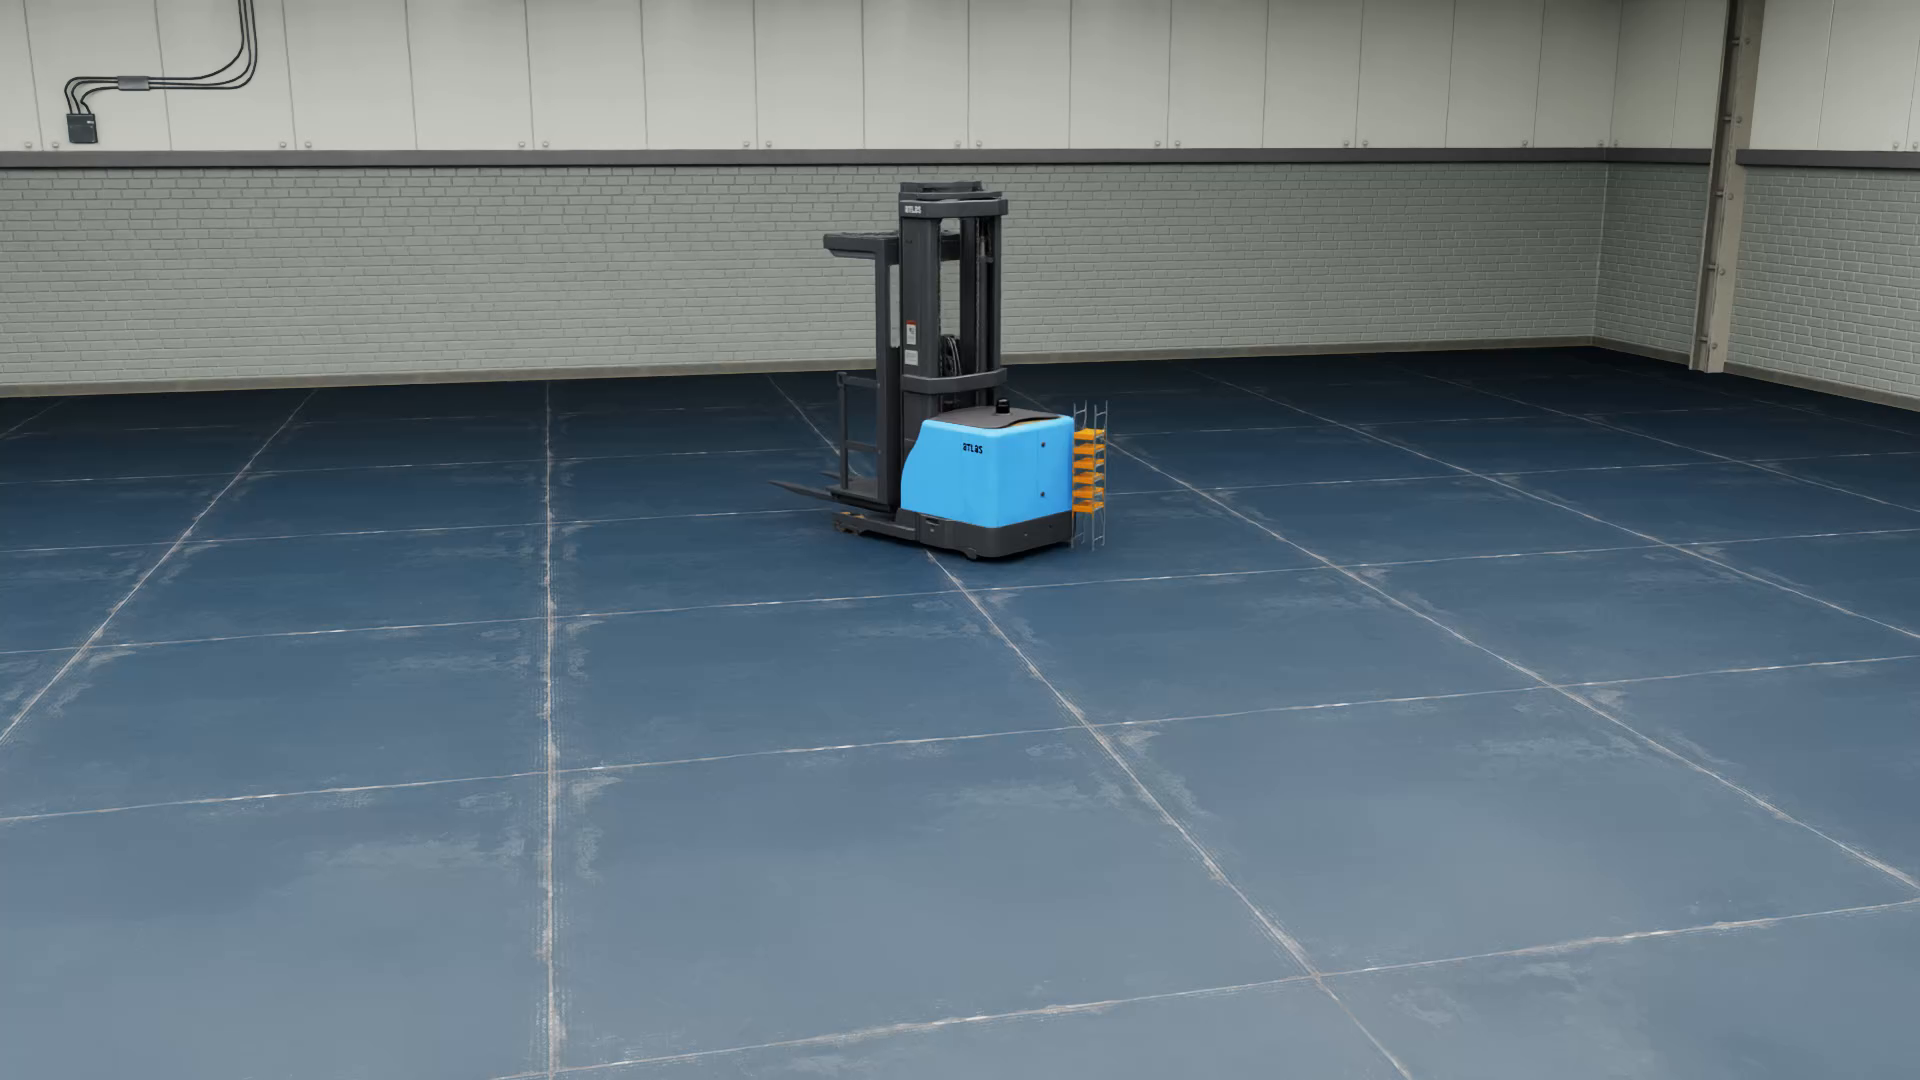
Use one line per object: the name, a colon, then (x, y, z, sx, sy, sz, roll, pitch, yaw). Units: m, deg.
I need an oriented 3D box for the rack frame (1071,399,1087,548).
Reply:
rack frame: (0.973, -0.538, 13.601, 0.006, 1.200, 0.240, 7, 15, 27)

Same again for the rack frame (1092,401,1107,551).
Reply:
rack frame: (1.135, -0.518, 13.518, 0.006, 1.200, 0.240, 7, 15, 27)

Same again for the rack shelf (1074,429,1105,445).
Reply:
rack shelf: (1.055, -0.835, 13.485, 0.180, 0.103, 0.258, 7, 15, 27)

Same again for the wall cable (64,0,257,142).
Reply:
wall cable: (-10.068, -7.980, 20.463, 2.305, 6.003, 0.169, -3, 14, -13)

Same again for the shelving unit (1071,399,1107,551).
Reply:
shelving unit: (1.054, -0.528, 13.560, 0.189, 1.200, 0.258, 7, 15, 27)

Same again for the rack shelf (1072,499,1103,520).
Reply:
rack shelf: (1.054, -0.252, 13.627, 0.180, 0.103, 0.258, 7, 15, 27)

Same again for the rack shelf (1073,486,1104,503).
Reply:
rack shelf: (1.054, -0.368, 13.599, 0.180, 0.103, 0.258, 7, 15, 27)

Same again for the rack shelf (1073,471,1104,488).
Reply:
rack shelf: (1.054, -0.485, 13.570, 0.180, 0.103, 0.258, 7, 15, 27)

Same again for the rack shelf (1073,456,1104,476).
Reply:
rack shelf: (1.054, -0.602, 13.542, 0.180, 0.103, 0.258, 7, 15, 27)

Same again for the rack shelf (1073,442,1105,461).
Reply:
rack shelf: (1.054, -0.718, 13.513, 0.180, 0.103, 0.258, 7, 15, 27)

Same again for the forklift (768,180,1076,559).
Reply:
forklift: (-0.447, -1.548, 14.087, 3.031, 2.935, 1.130, 13, 19, 43)
